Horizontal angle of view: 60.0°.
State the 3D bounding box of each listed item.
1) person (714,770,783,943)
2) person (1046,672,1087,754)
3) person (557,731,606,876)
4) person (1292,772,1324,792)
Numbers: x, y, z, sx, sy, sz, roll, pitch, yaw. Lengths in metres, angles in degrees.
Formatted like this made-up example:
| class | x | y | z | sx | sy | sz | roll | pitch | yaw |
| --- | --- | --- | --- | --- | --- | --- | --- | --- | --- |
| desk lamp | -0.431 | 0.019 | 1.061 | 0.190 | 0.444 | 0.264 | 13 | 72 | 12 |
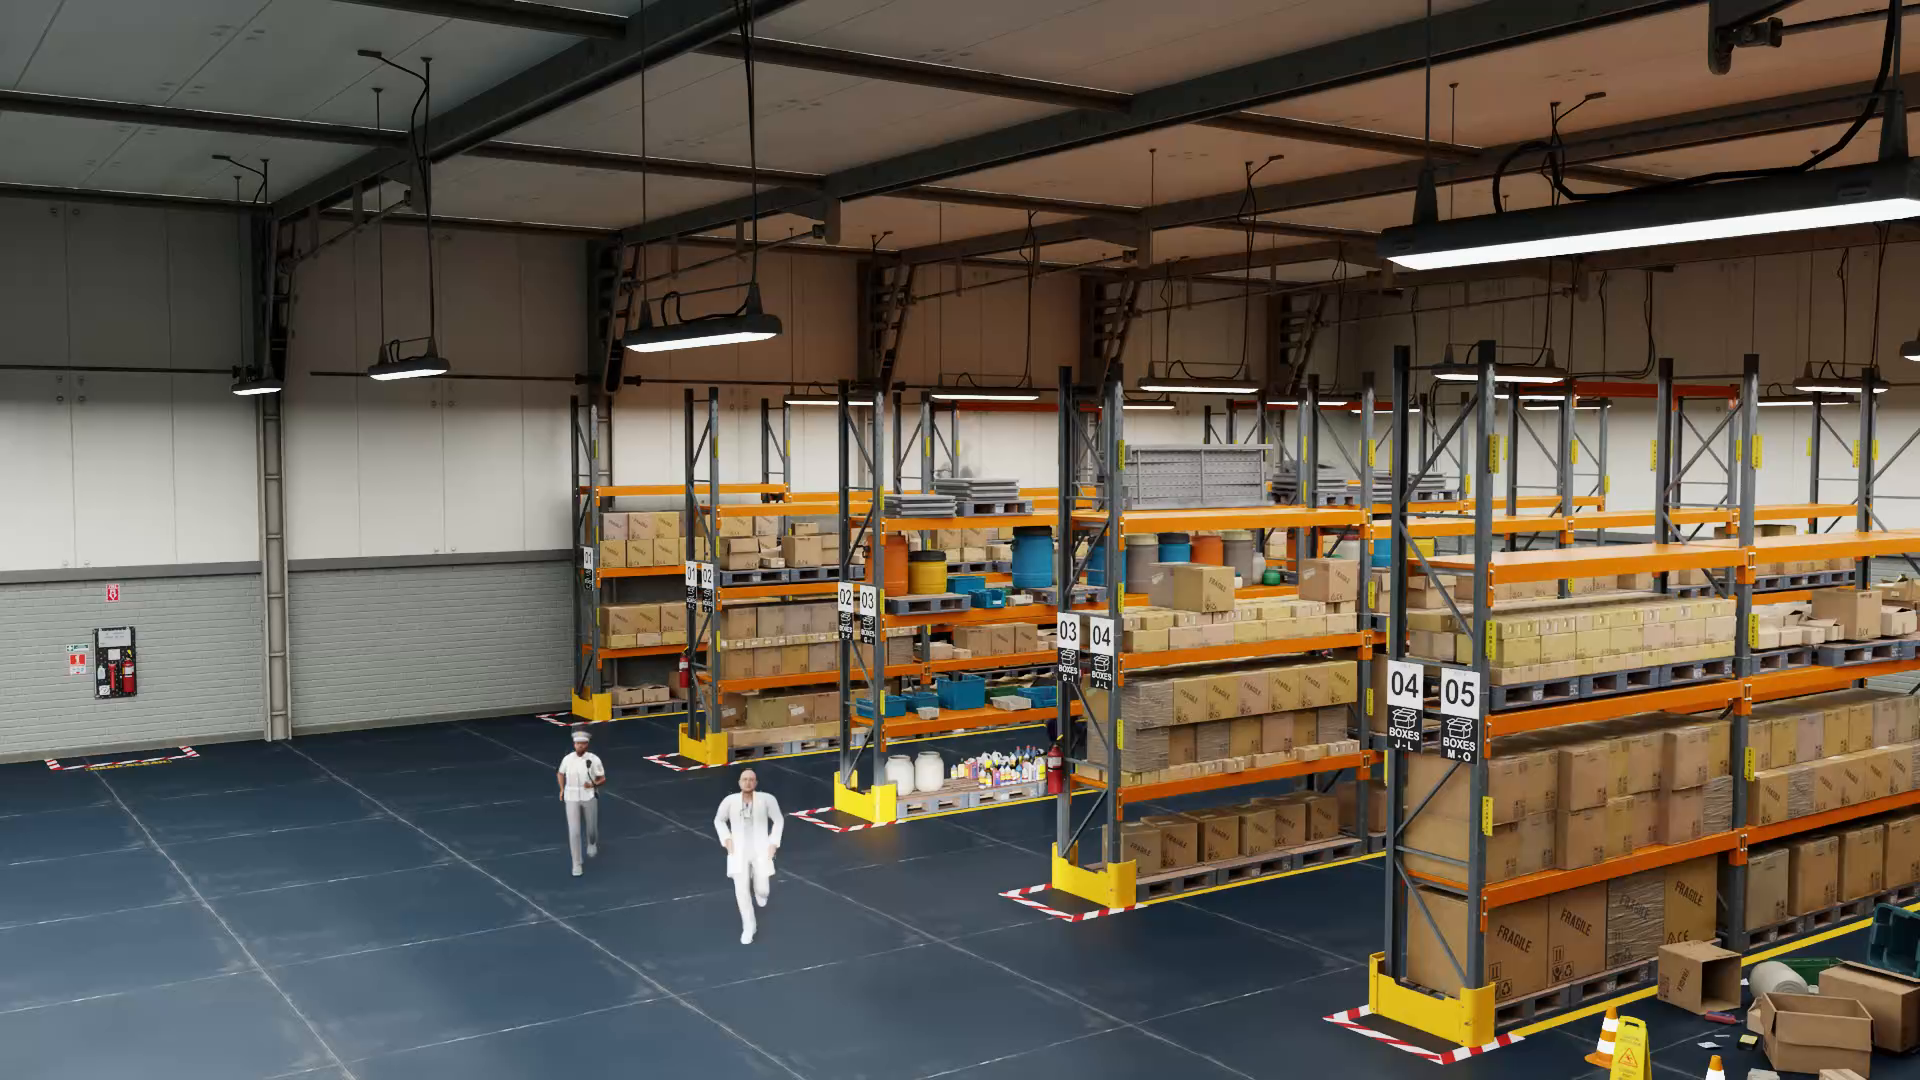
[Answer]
| class | x | y | z | sx | sy | sz | roll | pitch | yaw |
| --- | --- | --- | --- | --- | --- | --- | --- | --- | --- |
| person | -2.212 | 3.268 | 17.441 | 0.722 | 1.734 | 0.820 | -1 | 3 | -9 |
| person | 1.718 | 2.708 | 27.435 | 0.803 | 1.612 | 0.620 | -3 | 4 | -39 |
| person | -4.550 | 3.119 | 19.971 | 0.587 | 1.666 | 0.852 | 0 | 3 | -8 |
| person | 4.942 | 2.865 | 23.572 | 0.682 | 1.806 | 0.702 | 3 | 5 | 42 |
